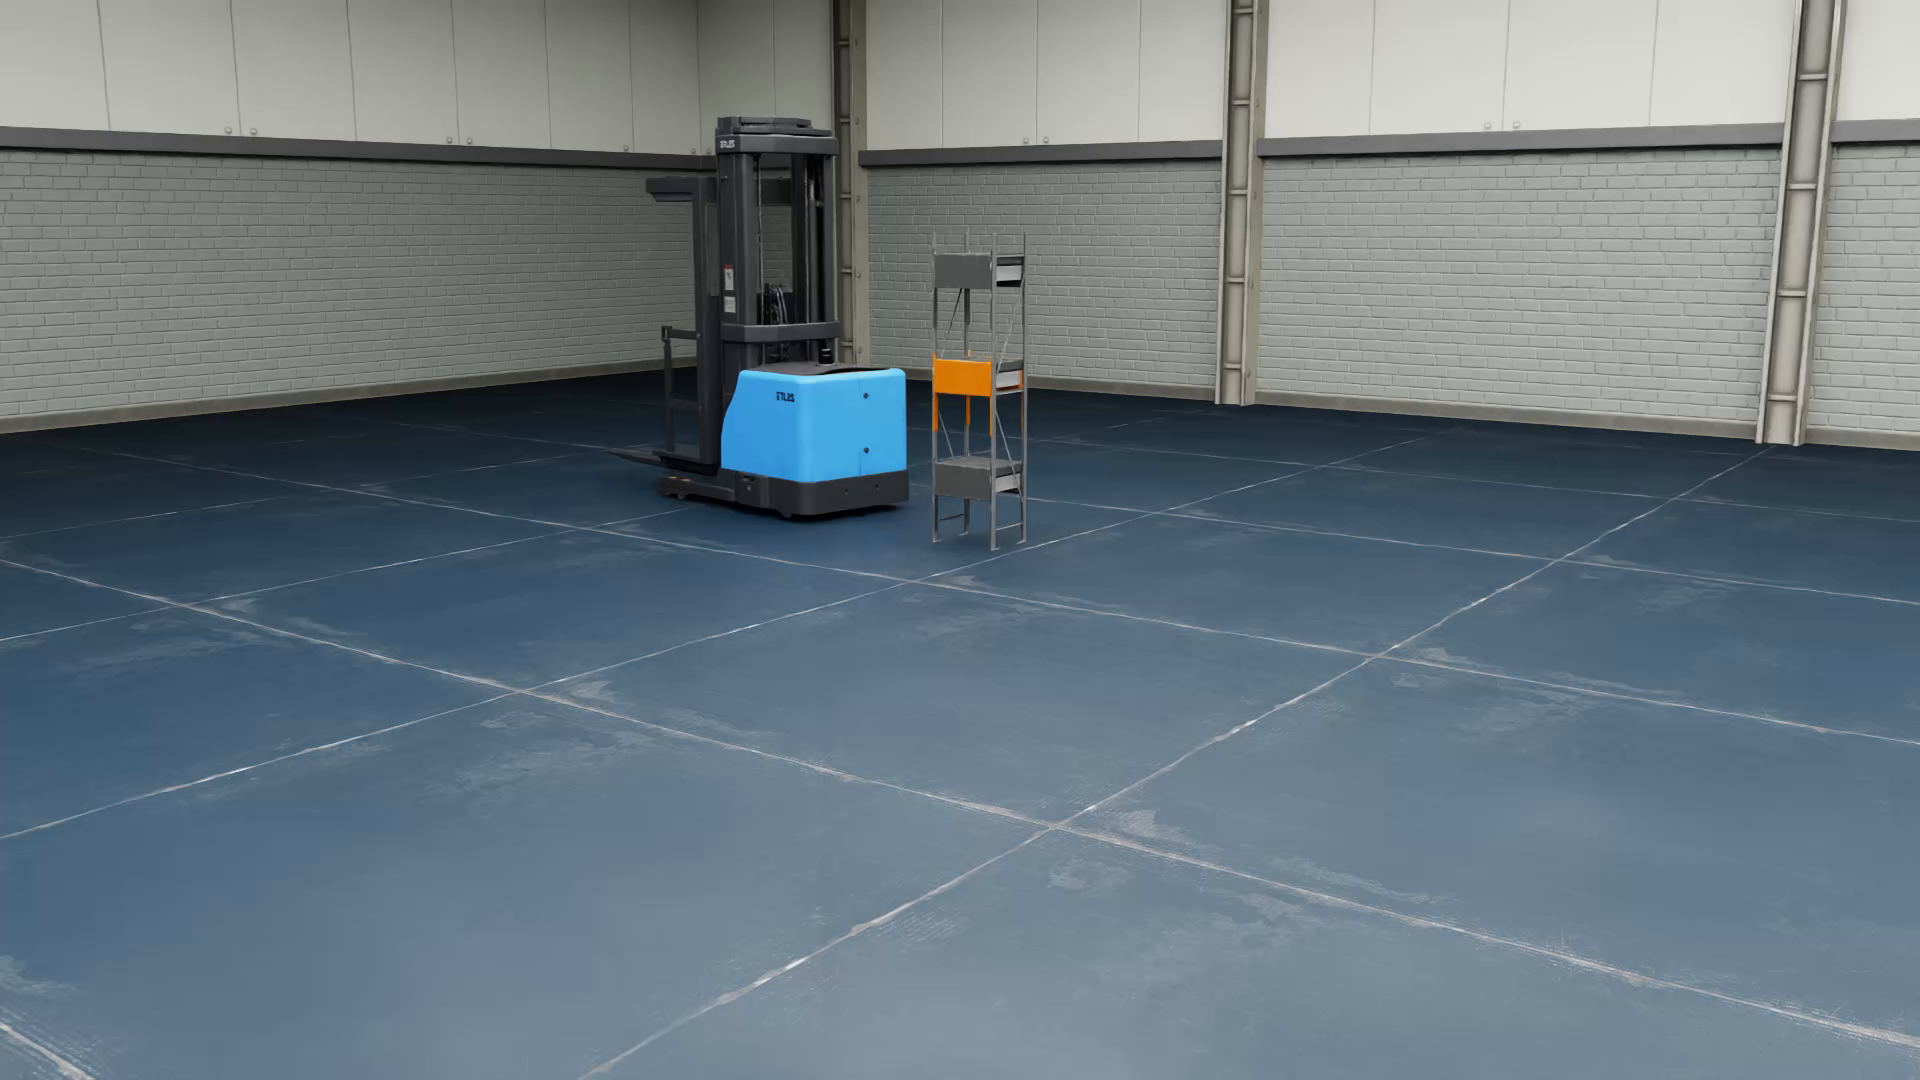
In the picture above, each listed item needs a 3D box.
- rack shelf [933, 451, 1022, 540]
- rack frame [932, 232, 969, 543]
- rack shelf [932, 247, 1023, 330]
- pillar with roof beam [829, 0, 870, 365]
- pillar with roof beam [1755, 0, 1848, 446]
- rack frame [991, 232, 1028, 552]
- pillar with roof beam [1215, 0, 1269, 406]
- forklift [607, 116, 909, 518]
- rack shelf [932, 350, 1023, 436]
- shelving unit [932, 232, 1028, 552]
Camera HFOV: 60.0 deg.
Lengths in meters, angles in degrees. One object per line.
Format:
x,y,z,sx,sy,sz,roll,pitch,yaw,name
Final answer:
0.133,-0.312,11.370,0.480,0.518,0.431,8,13,36,rack shelf
-0.063,-1.040,11.376,0.015,2.100,0.400,8,13,36,rack frame
0.133,-1.686,11.104,0.480,0.518,0.431,8,13,36,rack shelf
-4.072,-6.074,19.237,0.400,9.000,9.100,8,13,36,pillar with roof beam
5.600,-4.725,12.263,0.400,9.000,9.100,8,13,36,pillar with roof beam
0.330,-0.985,11.092,0.015,2.100,0.400,8,13,36,rack frame
0.764,-5.400,15.750,0.400,9.000,9.100,8,13,36,pillar with roof beam
-1.765,-1.818,13.211,1.130,2.935,3.031,-10,15,-42,forklift
0.133,-0.999,11.237,0.480,0.518,0.431,8,13,36,rack shelf
0.133,-1.012,11.234,0.503,2.100,0.431,8,13,36,shelving unit
